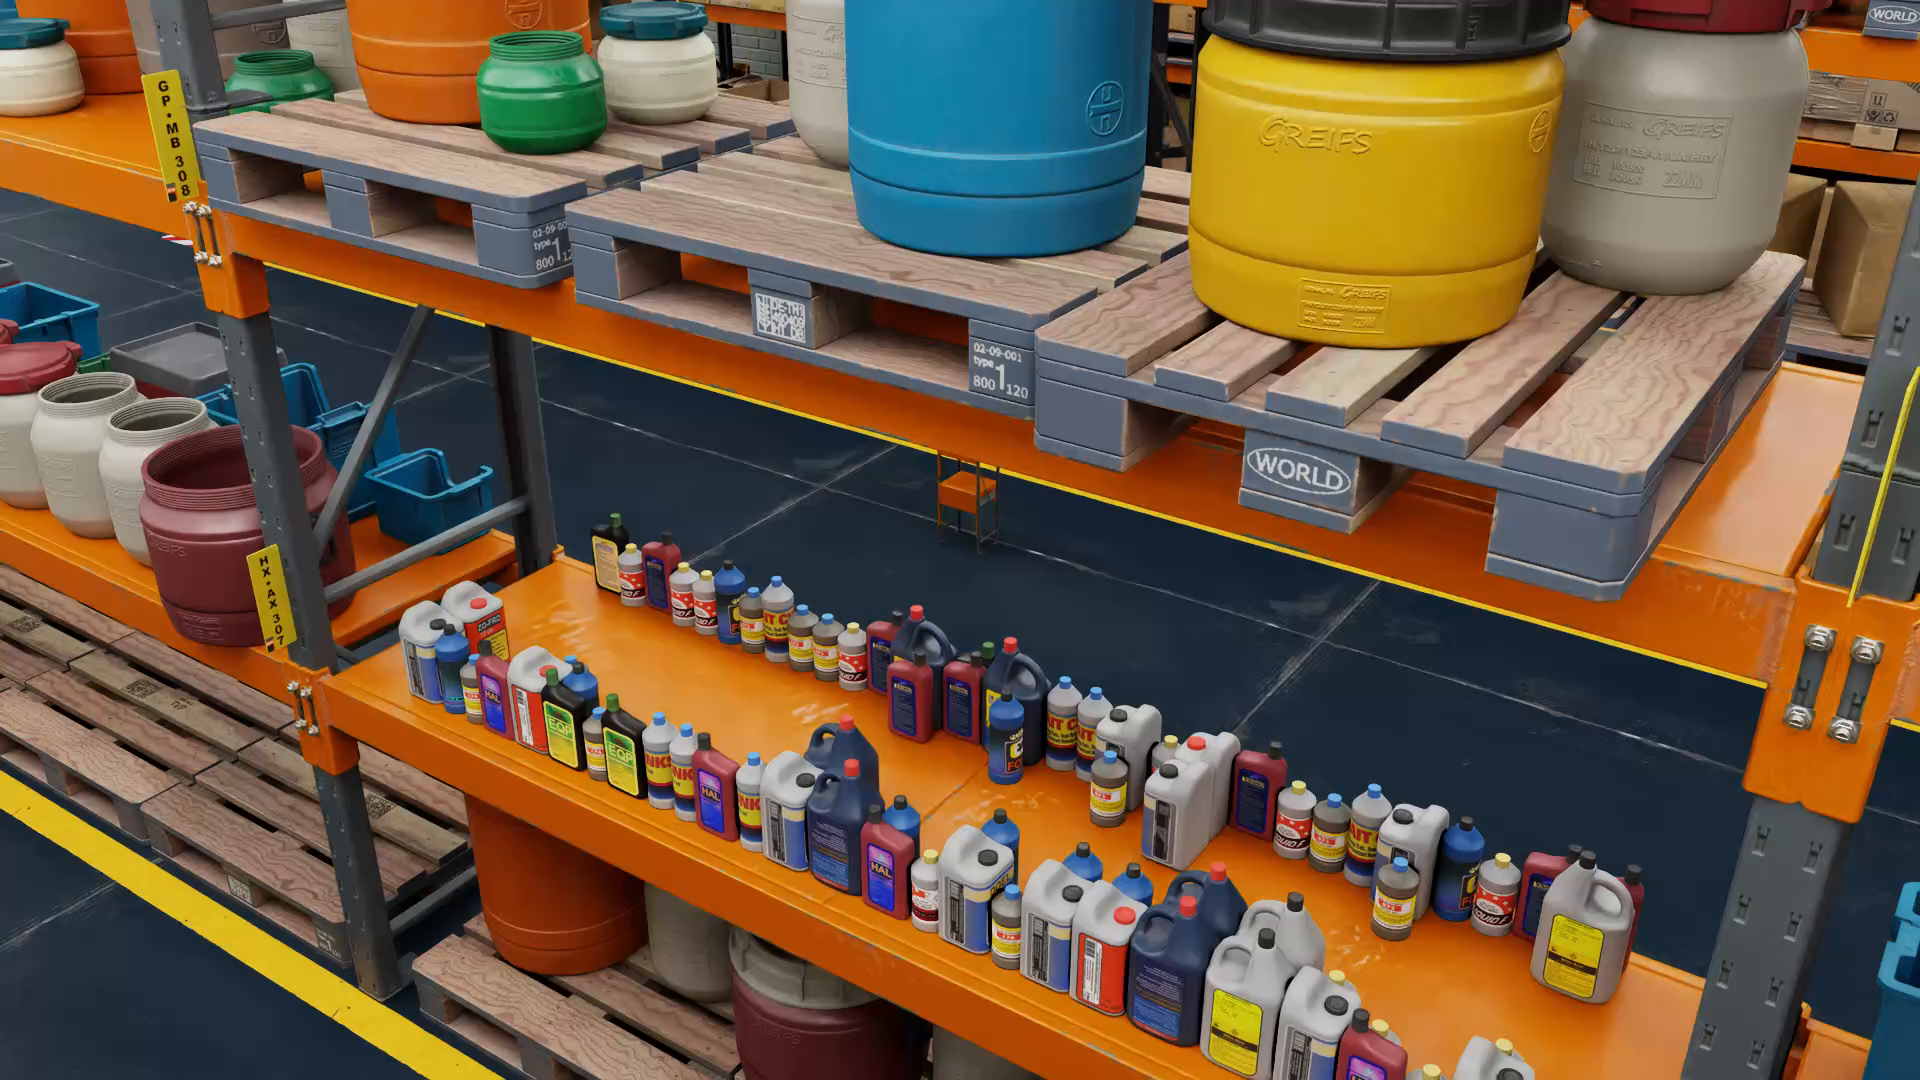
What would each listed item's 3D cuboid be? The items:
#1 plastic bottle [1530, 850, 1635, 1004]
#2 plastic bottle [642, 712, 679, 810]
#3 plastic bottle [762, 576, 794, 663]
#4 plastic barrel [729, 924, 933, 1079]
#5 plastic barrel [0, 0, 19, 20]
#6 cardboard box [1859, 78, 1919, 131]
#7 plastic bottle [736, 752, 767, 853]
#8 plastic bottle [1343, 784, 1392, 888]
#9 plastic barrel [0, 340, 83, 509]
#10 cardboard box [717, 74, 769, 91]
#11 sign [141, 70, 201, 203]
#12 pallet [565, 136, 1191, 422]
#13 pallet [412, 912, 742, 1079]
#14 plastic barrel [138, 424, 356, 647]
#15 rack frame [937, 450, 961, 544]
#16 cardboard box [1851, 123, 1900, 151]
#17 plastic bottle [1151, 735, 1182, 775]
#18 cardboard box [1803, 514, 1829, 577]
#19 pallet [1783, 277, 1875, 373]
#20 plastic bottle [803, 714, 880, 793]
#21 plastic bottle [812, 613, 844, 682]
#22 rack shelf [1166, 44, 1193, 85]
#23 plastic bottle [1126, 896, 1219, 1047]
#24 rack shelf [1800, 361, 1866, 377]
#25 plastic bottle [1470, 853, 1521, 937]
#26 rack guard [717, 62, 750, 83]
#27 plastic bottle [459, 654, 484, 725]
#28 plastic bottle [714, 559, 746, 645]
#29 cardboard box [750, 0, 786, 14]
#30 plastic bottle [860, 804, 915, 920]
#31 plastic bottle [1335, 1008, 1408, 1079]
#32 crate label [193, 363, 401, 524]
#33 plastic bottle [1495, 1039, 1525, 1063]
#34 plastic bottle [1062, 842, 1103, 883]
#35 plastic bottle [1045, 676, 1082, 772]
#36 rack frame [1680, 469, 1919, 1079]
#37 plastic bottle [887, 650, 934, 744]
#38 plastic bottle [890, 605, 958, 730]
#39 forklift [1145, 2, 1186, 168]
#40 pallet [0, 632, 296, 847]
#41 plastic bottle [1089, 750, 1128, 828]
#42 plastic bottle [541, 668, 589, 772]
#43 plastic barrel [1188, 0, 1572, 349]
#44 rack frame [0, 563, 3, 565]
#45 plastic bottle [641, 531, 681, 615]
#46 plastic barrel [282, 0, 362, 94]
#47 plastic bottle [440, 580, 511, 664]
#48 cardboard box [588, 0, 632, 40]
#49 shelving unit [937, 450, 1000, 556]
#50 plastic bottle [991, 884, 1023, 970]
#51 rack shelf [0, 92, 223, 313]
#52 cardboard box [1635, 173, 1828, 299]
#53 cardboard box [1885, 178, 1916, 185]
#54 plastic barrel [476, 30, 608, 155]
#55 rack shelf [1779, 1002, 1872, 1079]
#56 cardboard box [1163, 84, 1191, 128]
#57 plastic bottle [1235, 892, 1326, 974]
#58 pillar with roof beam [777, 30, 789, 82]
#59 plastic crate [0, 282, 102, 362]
[{"bbox_3d":[1.428,0.867,3.793,0.185,0.351,0.144,17,32,30],"label":"plastic bottle"},{"bbox_3d":[-0.794,0.582,4.442,0.097,0.271,0.097,0,27,0],"label":"plastic bottle"},{"bbox_3d":[-0.558,0.237,5.118,0.097,0.271,0.097,0,27,0],"label":"plastic bottle"},{"bbox_3d":[-0.385,1.337,5.012,0.708,0.588,0.600,17,32,30],"label":"plastic barrel"},{"bbox_3d":[-3.406,-2.162,5.831,0.708,0.901,0.600,17,32,30],"label":"plastic barrel"},{"bbox_3d":[6.228,-2.974,10.827,0.500,0.500,0.500,18,32,31],"label":"cardboard box"},{"bbox_3d":[-0.523,0.666,4.276,0.097,0.271,0.097,0,27,0],"label":"plastic bottle"},{"bbox_3d":[1.021,0.729,4.152,0.097,0.271,0.097,0,27,0],"label":"plastic bottle"},{"bbox_3d":[-3.400,-0.421,6.119,0.433,0.535,0.433,0,27,0],"label":"plastic barrel"},{"bbox_3d":[-2.195,-4.505,16.774,0.500,0.311,0.500,14,30,25],"label":"cardboard box"},{"bbox_3d":[-2.035,-1.043,4.300,0.005,0.325,0.100,17,32,30],"label":"sign"},{"bbox_3d":[-0.070,-0.640,3.602,1.213,0.211,1.003,17,32,30],"label":"pallet"},{"bbox_3d":[-1.055,1.470,5.629,1.213,0.211,1.003,17,32,30],"label":"pallet"},{"bbox_3d":[-2.283,-0.027,5.345,0.708,0.536,0.600,17,32,30],"label":"plastic barrel"},{"bbox_3d":[-0.056,-0.485,8.546,0.008,1.050,0.200,17,32,30],"label":"rack frame"},{"bbox_3d":[6.078,-2.700,11.003,0.250,0.149,0.380,17,32,30],"label":"cardboard box"},{"bbox_3d":[0.559,0.617,4.450,0.097,0.201,0.097,0,27,0],"label":"plastic bottle"},{"bbox_3d":[3.807,0.115,7.488,0.500,0.500,0.500,17,32,30],"label":"cardboard box"},{"bbox_3d":[3.779,-0.944,7.510,1.213,0.211,1.003,17,32,30],"label":"pallet"},{"bbox_3d":[-0.307,0.601,4.316,0.185,0.351,0.144,17,32,30],"label":"plastic bottle"},{"bbox_3d":[-0.397,0.319,5.036,0.097,0.201,0.097,0,27,0],"label":"plastic bottle"},{"bbox_3d":[2.232,-3.857,13.815,4.000,0.370,1.077,17,32,30],"label":"rack shelf"},{"bbox_3d":[0.473,0.928,3.674,0.185,0.351,0.144,17,32,30],"label":"plastic bottle"},{"bbox_3d":[2.727,-0.977,8.155,4.000,0.370,1.077,17,32,30],"label":"rack shelf"},{"bbox_3d":[1.292,0.845,4.001,0.097,0.201,0.097,0,27,0],"label":"plastic bottle"},{"bbox_3d":[-2.651,-4.585,17.208,0.348,0.500,1.175,17,32,30],"label":"rack guard"},{"bbox_3d":[-1.395,0.426,4.826,0.097,0.201,0.097,0,27,0],"label":"plastic bottle"},{"bbox_3d":[-0.718,0.187,5.216,0.097,0.271,0.097,0,27,0],"label":"plastic bottle"},{"bbox_3d":[-1.639,-5.155,15.716,0.500,0.250,0.500,17,31,30],"label":"cardboard box"},{"bbox_3d":[-0.175,0.779,4.041,0.133,0.283,0.061,17,32,30],"label":"plastic bottle"},{"bbox_3d":[0.844,1.096,3.417,0.133,0.283,0.061,17,32,30],"label":"plastic bottle"},{"bbox_3d":[-2.395,-0.332,6.056,0.616,0.435,0.502,17,32,30],"label":"crate label"},{"bbox_3d":[1.116,1.124,3.453,0.097,0.201,0.097,0,27,0],"label":"plastic bottle"},{"bbox_3d":[0.288,0.835,3.944,0.097,0.271,0.097,0,27,0],"label":"plastic bottle"},{"bbox_3d":[0.288,0.501,4.600,0.097,0.271,0.097,0,27,0],"label":"plastic bottle"},{"bbox_3d":[1.568,1.067,3.346,0.127,3.000,1.000,17,32,30],"label":"rack frame"},{"bbox_3d":[-0.141,0.431,4.724,0.133,0.283,0.061,17,32,30],"label":"plastic bottle"},{"bbox_3d":[-0.104,0.356,4.797,0.185,0.351,0.144,17,32,30],"label":"plastic bottle"},{"bbox_3d":[1.331,-2.901,11.219,3.031,2.935,1.130,-8,28,-16],"label":"forklift"},{"bbox_3d":[-3.347,0.756,7.032,1.213,0.211,1.003,17,32,30],"label":"pallet"},{"bbox_3d":[0.393,0.648,4.388,0.097,0.201,0.097,0,27,0],"label":"plastic bottle"},{"bbox_3d":[-1.089,0.494,4.600,0.133,0.283,0.061,17,32,30],"label":"plastic bottle"},{"bbox_3d":[0.701,-0.699,2.839,0.600,0.588,0.600,0,27,0],"label":"plastic barrel"},{"bbox_3d":[-5.026,-0.987,7.383,0.127,3.000,1.000,17,32,30],"label":"rack frame"},{"bbox_3d":[-0.964,0.096,5.384,0.133,0.283,0.061,17,32,30],"label":"plastic bottle"},{"bbox_3d":[-1.811,-1.541,5.040,0.421,0.512,0.421,0,27,0],"label":"plastic barrel"},{"bbox_3d":[-1.469,0.270,5.048,0.135,0.276,0.152,17,32,30],"label":"plastic bottle"},{"bbox_3d":[-2.588,-3.572,10.922,0.500,0.500,0.700,17,32,31],"label":"cardboard box"},{"bbox_3d":[0.044,-0.454,8.485,0.252,1.050,0.215,17,32,30],"label":"shelving unit"},{"bbox_3d":[0.122,0.898,3.897,0.097,0.201,0.097,0,27,0],"label":"plastic bottle"},{"bbox_3d":[-3.377,-1.490,5.856,4.000,0.370,1.077,17,32,30],"label":"rack shelf"},{"bbox_3d":[3.509,-1.374,7.569,0.500,0.500,0.700,23,35,38],"label":"cardboard box"},{"bbox_3d":[6.568,-1.984,11.249,0.750,0.750,0.750,18,32,31],"label":"cardboard box"},{"bbox_3d":[-0.986,-1.057,3.920,0.294,0.245,0.294,0,27,0],"label":"plastic barrel"},{"bbox_3d":[3.217,1.901,2.500,4.000,0.370,1.077,17,32,30],"label":"rack shelf"},{"bbox_3d":[1.995,-3.680,14.119,0.500,0.250,0.500,16,31,29],"label":"cardboard box"},{"bbox_3d":[0.707,0.922,3.686,0.185,0.351,0.144,17,32,30],"label":"plastic bottle"},{"bbox_3d":[-4.085,-6.926,12.438,0.400,9.000,9.100,17,32,30],"label":"pillar with roof beam"},{"bbox_3d":[-3.941,-0.813,7.058,0.575,0.384,0.392,17,32,30],"label":"plastic crate"}]
